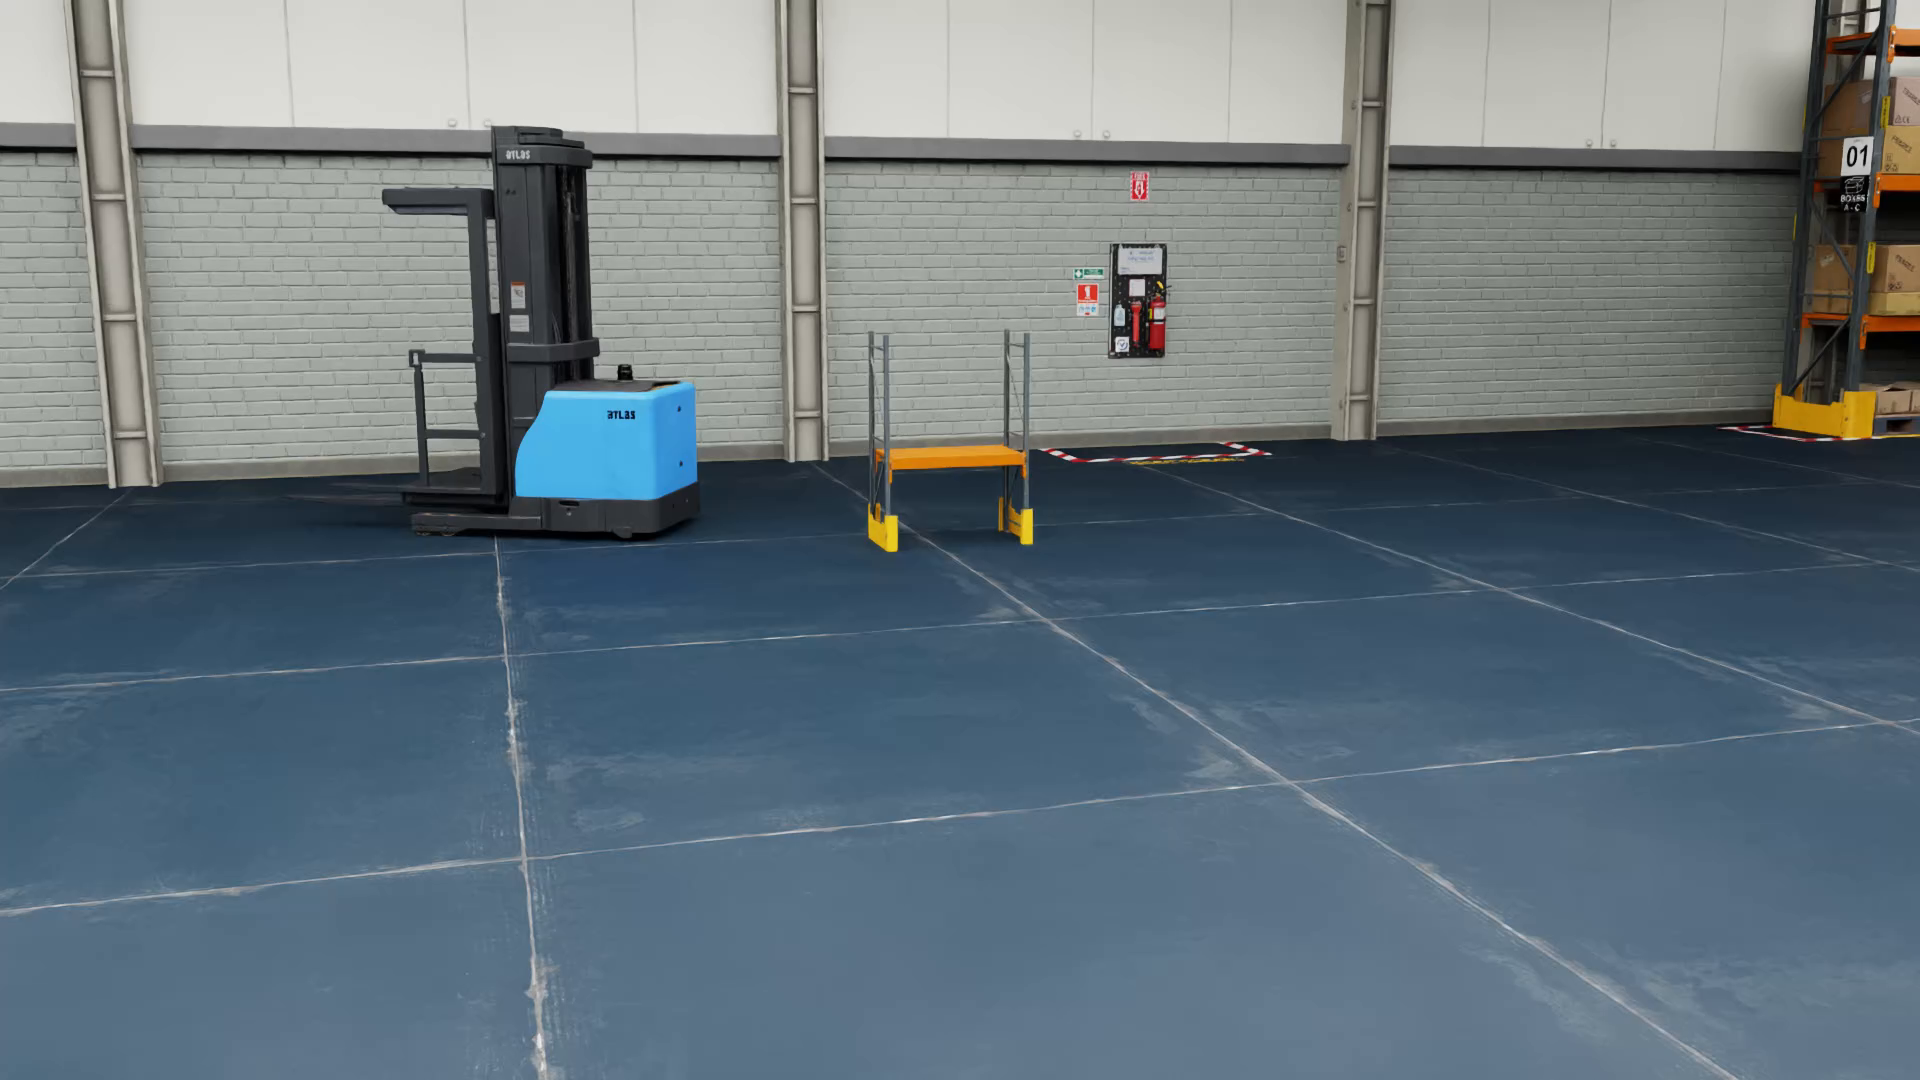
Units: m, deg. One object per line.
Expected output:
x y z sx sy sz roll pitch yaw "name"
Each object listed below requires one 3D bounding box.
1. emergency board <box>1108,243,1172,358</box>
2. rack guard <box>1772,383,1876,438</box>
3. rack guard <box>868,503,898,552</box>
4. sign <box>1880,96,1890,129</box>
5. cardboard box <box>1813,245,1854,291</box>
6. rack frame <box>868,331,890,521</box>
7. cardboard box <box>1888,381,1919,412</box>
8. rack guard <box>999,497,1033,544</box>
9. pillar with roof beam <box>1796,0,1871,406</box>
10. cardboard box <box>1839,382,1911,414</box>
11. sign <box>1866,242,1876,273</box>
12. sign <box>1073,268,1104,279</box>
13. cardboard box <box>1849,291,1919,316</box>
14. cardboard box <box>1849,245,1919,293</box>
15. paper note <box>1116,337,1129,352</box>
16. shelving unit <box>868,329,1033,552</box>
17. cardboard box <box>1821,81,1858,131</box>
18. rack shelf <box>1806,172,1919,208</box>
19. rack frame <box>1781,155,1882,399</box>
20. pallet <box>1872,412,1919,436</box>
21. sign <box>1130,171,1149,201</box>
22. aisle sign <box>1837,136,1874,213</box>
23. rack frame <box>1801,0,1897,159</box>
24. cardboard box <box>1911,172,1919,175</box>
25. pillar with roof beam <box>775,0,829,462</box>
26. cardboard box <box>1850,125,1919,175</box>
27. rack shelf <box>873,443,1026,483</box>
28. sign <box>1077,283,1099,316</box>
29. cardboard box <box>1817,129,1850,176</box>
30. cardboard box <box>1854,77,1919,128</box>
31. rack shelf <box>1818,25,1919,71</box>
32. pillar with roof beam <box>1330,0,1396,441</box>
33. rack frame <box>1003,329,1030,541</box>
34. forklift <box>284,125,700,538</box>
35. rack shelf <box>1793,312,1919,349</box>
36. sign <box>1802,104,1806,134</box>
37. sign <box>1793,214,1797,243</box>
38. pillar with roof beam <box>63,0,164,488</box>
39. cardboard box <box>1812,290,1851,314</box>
1.866 -2.451 17.076 0.643 1.169 0.194 -3 11 -16 "emergency board"
9.653 -1.462 18.607 0.348 0.500 1.175 -3 11 -16 "rack guard"
-0.551 -0.094 11.866 0.087 0.250 0.587 -3 11 -16 "rack guard"
9.732 -4.498 17.496 0.005 0.325 0.100 -3 11 -16 "sign"
9.974 -3.053 18.634 0.500 0.500 0.500 -3 11 -17 "cardboard box"
-0.570 -0.708 11.748 0.032 1.500 0.500 -3 11 -16 "rack frame"
10.817 -1.630 18.825 0.500 0.311 0.500 -2 11 -11 "cardboard box"
0.405 -0.144 12.140 0.087 0.250 0.587 -3 11 -16 "rack guard"
11.214 -5.075 14.760 0.400 9.000 9.100 -3 11 -16 "pillar with roof beam"
10.270 -1.601 18.668 0.500 0.311 0.500 -4 11 -22 "cardboard box"
9.732 -3.019 17.769 0.005 0.325 0.100 -3 11 -16 "sign"
1.314 -2.718 16.963 0.331 0.109 0.001 -3 11 -16 "sign"
10.138 -2.593 18.205 0.500 0.250 0.500 -3 11 -18 "cardboard box"
10.123 -2.964 18.151 0.500 0.500 0.500 -3 11 -16 "cardboard box"
1.677 -2.021 17.172 0.142 0.148 0.016 -3 11 -16 "paper note"
-0.073 -0.734 11.890 1.083 1.500 0.587 -3 11 -16 "shelving unit"
9.921 -4.781 18.352 0.500 0.500 0.500 -3 11 -13 "cardboard box"
11.501 -3.910 18.703 4.000 0.370 1.077 -3 11 -16 "rack shelf"
9.580 -2.687 18.359 0.127 3.000 1.000 -3 11 -16 "rack frame"
10.443 -1.355 18.823 1.213 0.211 1.003 -3 11 -16 "pallet"
1.831 -3.608 16.958 0.199 0.298 0.001 -3 11 -16 "sign"
9.595 -3.910 17.821 0.004 0.787 0.394 -3 11 -16 "aisle sign"
9.580 -5.638 17.816 0.127 3.000 1.000 -3 11 -16 "rack frame"
10.497 -4.216 18.047 0.500 0.500 0.500 -2 11 -12 "cardboard box"
-0.308 -4.468 11.462 0.400 9.000 9.100 -3 11 -16 "pillar with roof beam"
9.971 -4.195 17.933 0.500 0.500 0.500 -3 11 -14 "cardboard box"
-0.082 -0.556 11.920 1.000 0.185 0.538 -3 11 -16 "rack shelf"
1.307 -2.459 17.018 0.234 0.329 0.001 -3 11 -16 "sign"
9.910 -4.287 18.431 0.500 0.500 0.500 -2 11 -12 "cardboard box"
10.018 -4.691 17.863 0.500 0.500 0.500 -4 11 -20 "cardboard box"
11.501 -5.384 18.431 4.000 0.370 1.077 -3 11 -16 "rack shelf"
5.453 -4.772 13.111 0.400 9.000 9.100 -3 11 -16 "pillar with roof beam"
0.406 -0.759 12.027 0.032 1.500 0.500 -3 11 -16 "rack frame"
-3.572 -1.559 12.420 3.031 2.935 1.130 2 11 10 "forklift"
11.501 -2.435 18.974 4.000 0.370 1.077 -3 11 -16 "rack shelf"
9.444 -4.696 18.537 0.005 0.325 0.100 -3 11 -16 "sign"
9.444 -3.510 18.756 0.005 0.325 0.100 -3 11 -16 "sign"
-6.069 -4.164 9.812 0.400 9.000 9.100 -3 11 -16 "pillar with roof beam"
9.975 -2.681 18.683 0.500 0.250 0.500 -3 11 -15 "cardboard box"
